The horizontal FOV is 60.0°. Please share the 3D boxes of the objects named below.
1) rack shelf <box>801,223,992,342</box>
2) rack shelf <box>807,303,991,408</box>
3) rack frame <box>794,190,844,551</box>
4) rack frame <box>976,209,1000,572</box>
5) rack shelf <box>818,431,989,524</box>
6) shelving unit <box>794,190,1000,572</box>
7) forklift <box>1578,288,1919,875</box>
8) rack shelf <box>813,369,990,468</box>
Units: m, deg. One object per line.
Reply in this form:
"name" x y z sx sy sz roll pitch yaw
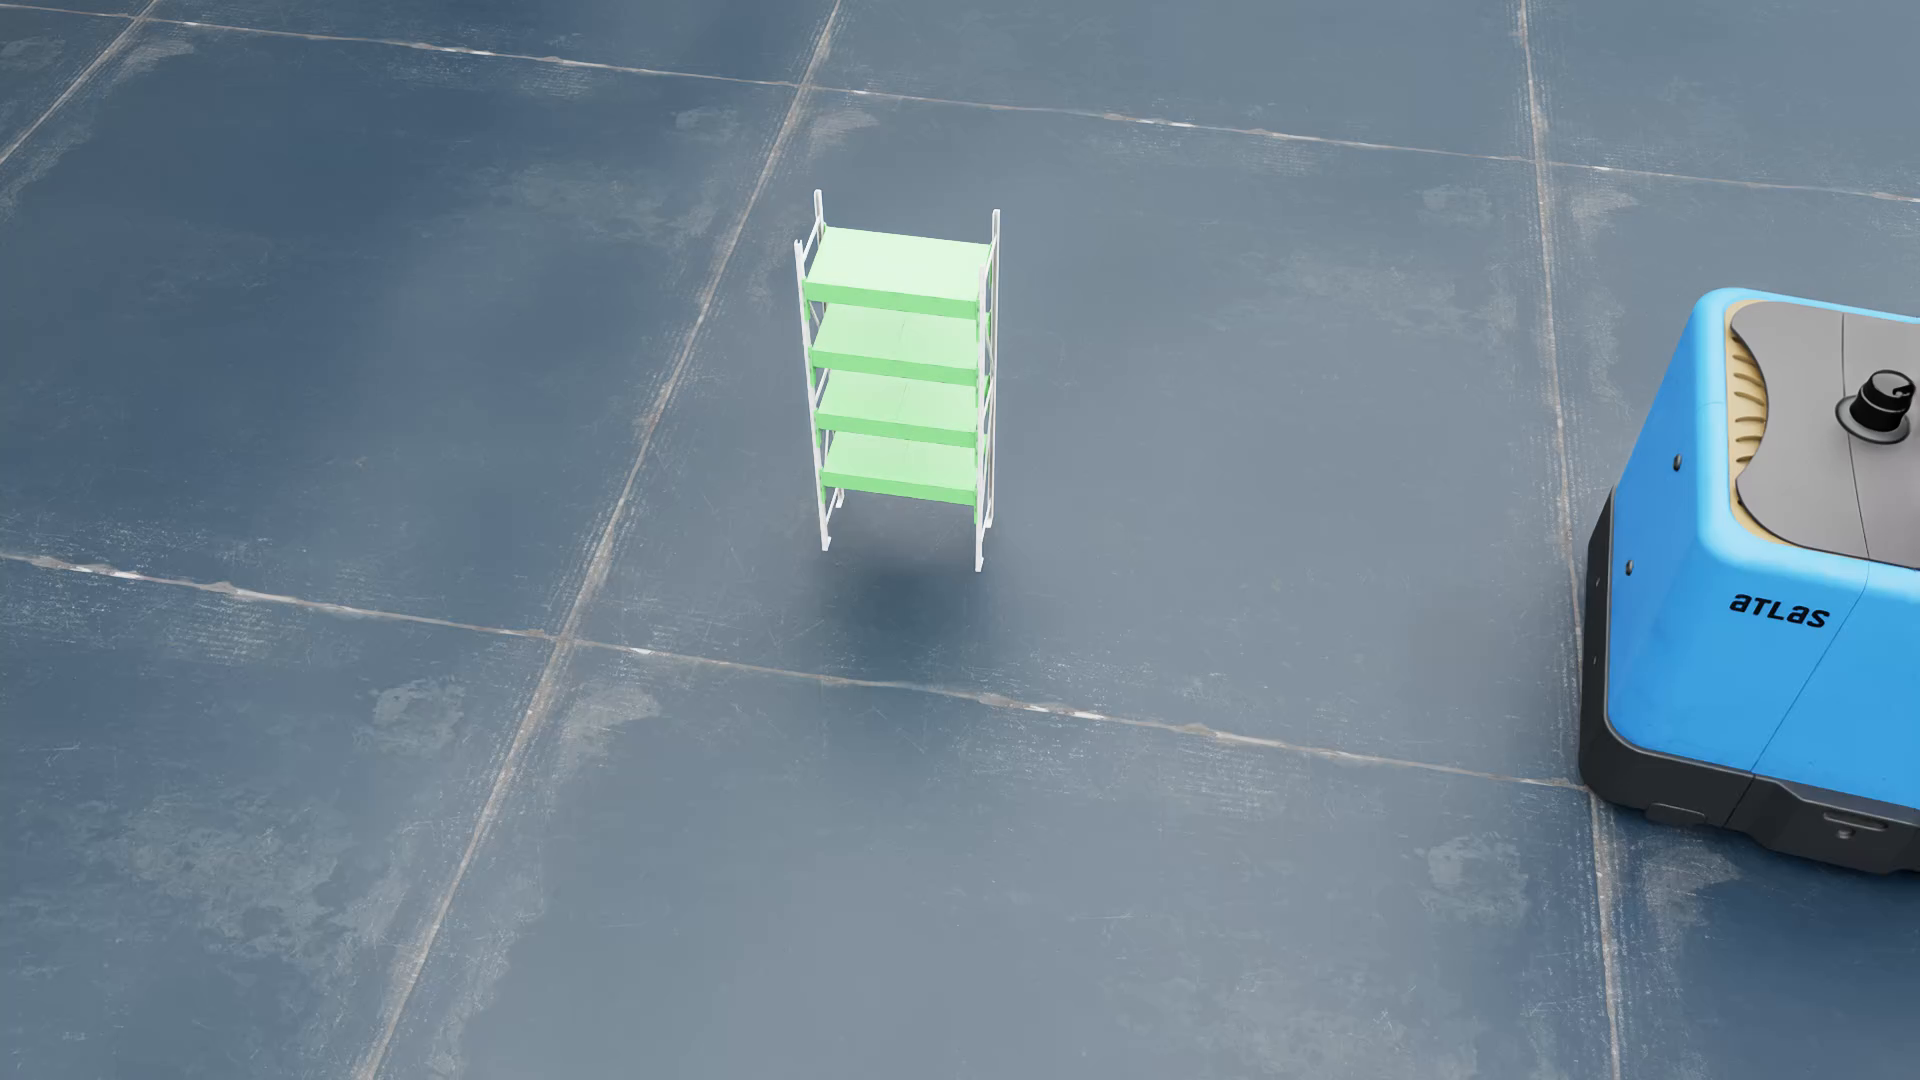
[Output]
"rack shelf" -0.163 -0.701 4.514 0.480 0.148 0.258 8 49 7
"rack shelf" -0.163 -0.541 4.692 0.480 0.148 0.258 8 49 7
"rack frame" -0.403 -0.455 4.852 0.015 1.200 0.240 8 49 7
"rack frame" 0.077 -0.391 4.794 0.015 1.200 0.240 8 49 7
"rack shelf" -0.163 -0.220 5.049 0.480 0.148 0.258 8 49 7
"shelving unit" -0.163 -0.423 4.823 0.503 1.200 0.258 8 49 7
"forklift" 3.281 -0.302 3.551 3.031 2.935 1.130 12 49 11
"rack shelf" -0.163 -0.380 4.871 0.480 0.148 0.258 8 49 7
